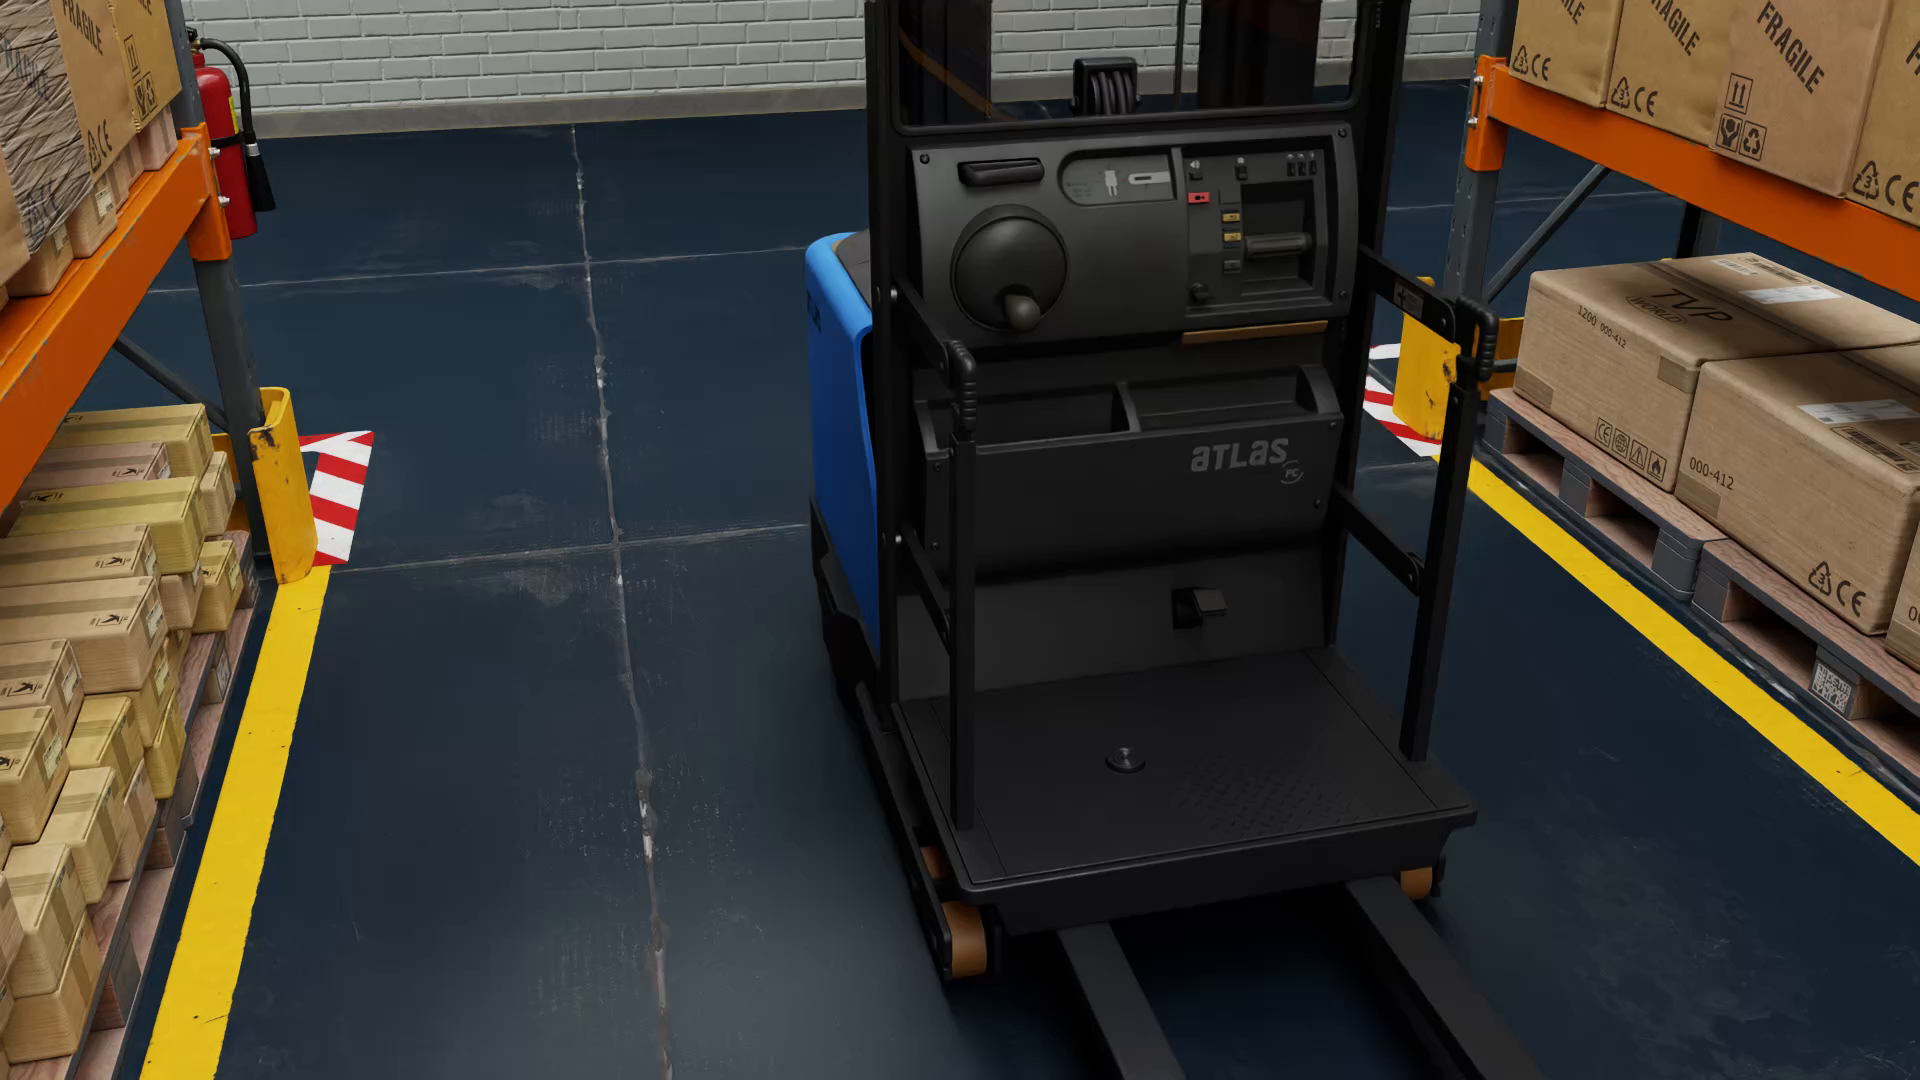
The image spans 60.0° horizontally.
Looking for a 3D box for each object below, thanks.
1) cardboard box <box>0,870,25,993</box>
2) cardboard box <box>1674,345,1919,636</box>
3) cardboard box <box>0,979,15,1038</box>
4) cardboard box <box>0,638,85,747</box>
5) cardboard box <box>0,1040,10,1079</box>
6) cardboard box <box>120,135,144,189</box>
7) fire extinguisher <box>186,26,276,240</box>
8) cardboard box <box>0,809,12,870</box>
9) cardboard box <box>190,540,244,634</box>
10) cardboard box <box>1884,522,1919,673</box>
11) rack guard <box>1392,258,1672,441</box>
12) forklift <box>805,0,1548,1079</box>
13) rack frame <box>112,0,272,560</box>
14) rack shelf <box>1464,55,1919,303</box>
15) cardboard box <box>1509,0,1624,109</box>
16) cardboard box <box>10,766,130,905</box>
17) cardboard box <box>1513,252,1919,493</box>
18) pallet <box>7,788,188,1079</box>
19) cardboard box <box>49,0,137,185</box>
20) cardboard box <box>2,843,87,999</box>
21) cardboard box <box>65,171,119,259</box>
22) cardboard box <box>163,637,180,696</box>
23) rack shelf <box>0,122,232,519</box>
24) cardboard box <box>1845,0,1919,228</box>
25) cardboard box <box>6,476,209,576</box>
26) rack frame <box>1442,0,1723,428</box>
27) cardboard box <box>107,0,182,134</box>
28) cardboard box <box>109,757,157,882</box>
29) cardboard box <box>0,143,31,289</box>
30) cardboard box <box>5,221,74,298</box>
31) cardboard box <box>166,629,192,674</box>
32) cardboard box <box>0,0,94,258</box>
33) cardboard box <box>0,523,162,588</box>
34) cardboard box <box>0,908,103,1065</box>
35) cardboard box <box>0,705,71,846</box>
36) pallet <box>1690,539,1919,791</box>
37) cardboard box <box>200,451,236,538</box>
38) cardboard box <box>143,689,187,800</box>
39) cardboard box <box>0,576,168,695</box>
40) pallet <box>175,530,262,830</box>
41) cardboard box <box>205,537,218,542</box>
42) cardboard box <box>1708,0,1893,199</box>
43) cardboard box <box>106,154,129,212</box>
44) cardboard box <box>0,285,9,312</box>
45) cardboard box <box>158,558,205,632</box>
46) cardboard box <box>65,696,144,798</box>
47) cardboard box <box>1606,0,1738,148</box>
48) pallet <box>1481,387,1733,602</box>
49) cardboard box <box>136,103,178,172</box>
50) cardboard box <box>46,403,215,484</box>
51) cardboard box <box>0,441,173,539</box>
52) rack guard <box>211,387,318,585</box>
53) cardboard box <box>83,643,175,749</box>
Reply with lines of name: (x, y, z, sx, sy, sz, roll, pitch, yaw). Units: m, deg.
cardboard box: (-1.730, 0.675, 2.621, 0.380, 0.149, 0.250, -5, 27, -10)
cardboard box: (2.673, -0.173, 4.642, 0.875, 0.438, 0.875, -5, 27, -10)
cardboard box: (-1.788, 0.806, 2.691, 0.380, 0.149, 0.250, -5, 27, -9)
cardboard box: (-1.976, 0.339, 3.286, 0.380, 0.149, 0.250, -7, 28, -13)
cardboard box: (-1.823, 0.944, 2.749, 0.380, 0.149, 0.250, -7, 28, -14)
cardboard box: (-2.219, -0.924, 4.030, 0.380, 0.149, 0.250, -6, 27, -12)
fire extinguisher: (-2.195, -1.220, 4.837, 0.296, 0.674, 0.183, -6, 27, -12)
cardboard box: (-1.872, 0.564, 2.842, 0.380, 0.149, 0.250, -7, 28, -14)
cardboard box: (-2.109, 0.134, 4.352, 0.380, 0.149, 0.250, -5, 27, -10)
cardboard box: (2.874, 0.223, 3.858, 0.875, 0.438, 0.875, -7, 28, -13)
rack guard: (2.207, -0.705, 6.092, 1.175, 0.500, 0.348, -6, 27, -12)
forklift: (0.418, -0.591, 3.167, 1.130, 2.935, 3.031, -6, 27, -12)
rack frame: (-2.588, -1.263, 4.424, 1.000, 3.000, 0.127, -6, 27, -12)
rack shelf: (2.663, -0.611, 3.930, 1.077, 0.370, 4.000, -6, 27, -12)
cardboard box: (2.041, -1.615, 5.010, 0.500, 0.500, 0.500, -6, 27, -12)
cardboard box: (-1.814, 0.578, 3.143, 0.380, 0.149, 0.250, -6, 27, -11)
cardboard box: (2.458, -0.574, 5.436, 0.875, 0.438, 0.875, -7, 28, -13)
pallet: (-2.151, 0.910, 3.213, 1.003, 0.211, 1.213, -6, 27, -12)
cardboard box: (-2.125, -1.043, 3.546, 0.500, 0.500, 0.500, -6, 27, -12)
cardboard box: (-1.783, 0.689, 2.923, 0.380, 0.149, 0.250, -6, 27, -12)
cardboard box: (-2.068, -0.705, 3.598, 0.380, 0.149, 0.250, -5, 27, -10)
cardboard box: (-2.065, 0.366, 3.893, 0.380, 0.149, 0.250, -6, 27, -11)
rack shelf: (-2.137, -0.064, 2.846, 1.077, 0.370, 4.000, -6, 27, -12)
cardboard box: (2.408, -0.952, 3.697, 0.500, 0.500, 0.500, -5, 27, -10)
cardboard box: (-2.039, -0.020, 3.998, 0.380, 0.149, 0.250, -7, 28, -13)
rack frame: (2.212, -1.810, 5.508, 1.000, 3.000, 0.127, -6, 27, -12)
cardboard box: (-2.236, -1.270, 3.995, 0.500, 0.500, 0.500, -5, 27, -11)
cardboard box: (-1.905, 0.594, 3.442, 0.380, 0.149, 0.250, -5, 27, -11)
cardboard box: (-1.899, -0.601, 2.671, 0.500, 0.500, 0.500, -5, 27, -9)
cardboard box: (-2.037, -0.587, 3.362, 0.380, 0.149, 0.250, -7, 28, -14)
cardboard box: (-2.134, 0.259, 4.105, 0.380, 0.149, 0.250, -6, 27, -12)
cardboard box: (-2.001, -0.821, 3.107, 0.500, 0.500, 0.500, -6, 27, -11)
cardboard box: (-2.042, 0.100, 3.760, 0.380, 0.149, 0.250, -7, 28, -14)
cardboard box: (-1.787, 0.820, 2.994, 0.380, 0.149, 0.250, -7, 28, -13)
cardboard box: (-1.889, 0.451, 3.064, 0.380, 0.149, 0.250, -6, 27, -11)
pallet: (2.740, 0.312, 4.397, 1.003, 0.211, 1.213, -6, 27, -12)
cardboard box: (-2.191, -0.108, 4.503, 0.380, 0.149, 0.250, -7, 28, -13)
cardboard box: (-1.947, 0.472, 3.684, 0.380, 0.149, 0.250, -7, 28, -14)
cardboard box: (-1.927, 0.212, 3.538, 0.380, 0.149, 0.250, -5, 27, -10)
pallet: (-2.422, 0.375, 4.272, 1.003, 0.211, 1.213, -6, 27, -12)
cardboard box: (-2.266, 0.032, 4.556, 0.380, 0.149, 0.250, -5, 27, -11)
cardboard box: (2.279, -1.171, 4.129, 0.500, 0.500, 0.500, -6, 27, -12)
cardboard box: (-2.148, -0.815, 3.815, 0.380, 0.149, 0.250, -6, 27, -12)
cardboard box: (-2.034, -0.462, 3.116, 0.380, 0.149, 0.250, -7, 28, -14)
cardboard box: (-2.072, 0.120, 4.051, 0.380, 0.149, 0.250, -7, 28, -14)
cardboard box: (-1.903, 0.460, 3.377, 0.380, 0.149, 0.250, -5, 27, -9)
cardboard box: (2.182, -1.396, 4.576, 0.500, 0.500, 0.500, -6, 27, -12)
pallet: (2.469, -0.222, 5.456, 1.003, 0.211, 1.213, -6, 27, -12)
cardboard box: (-2.239, -1.037, 4.254, 0.380, 0.149, 0.250, -6, 27, -12)
cardboard box: (-2.222, -0.237, 4.428, 0.380, 0.149, 0.250, -6, 27, -11)
cardboard box: (-2.221, -0.121, 4.198, 0.380, 0.149, 0.250, -5, 27, -11)
rack guard: (-2.571, -0.114, 4.921, 1.175, 0.500, 0.348, -6, 27, -12)
cardboard box: (-1.943, 0.346, 3.604, 0.380, 0.149, 0.250, -6, 27, -11)
